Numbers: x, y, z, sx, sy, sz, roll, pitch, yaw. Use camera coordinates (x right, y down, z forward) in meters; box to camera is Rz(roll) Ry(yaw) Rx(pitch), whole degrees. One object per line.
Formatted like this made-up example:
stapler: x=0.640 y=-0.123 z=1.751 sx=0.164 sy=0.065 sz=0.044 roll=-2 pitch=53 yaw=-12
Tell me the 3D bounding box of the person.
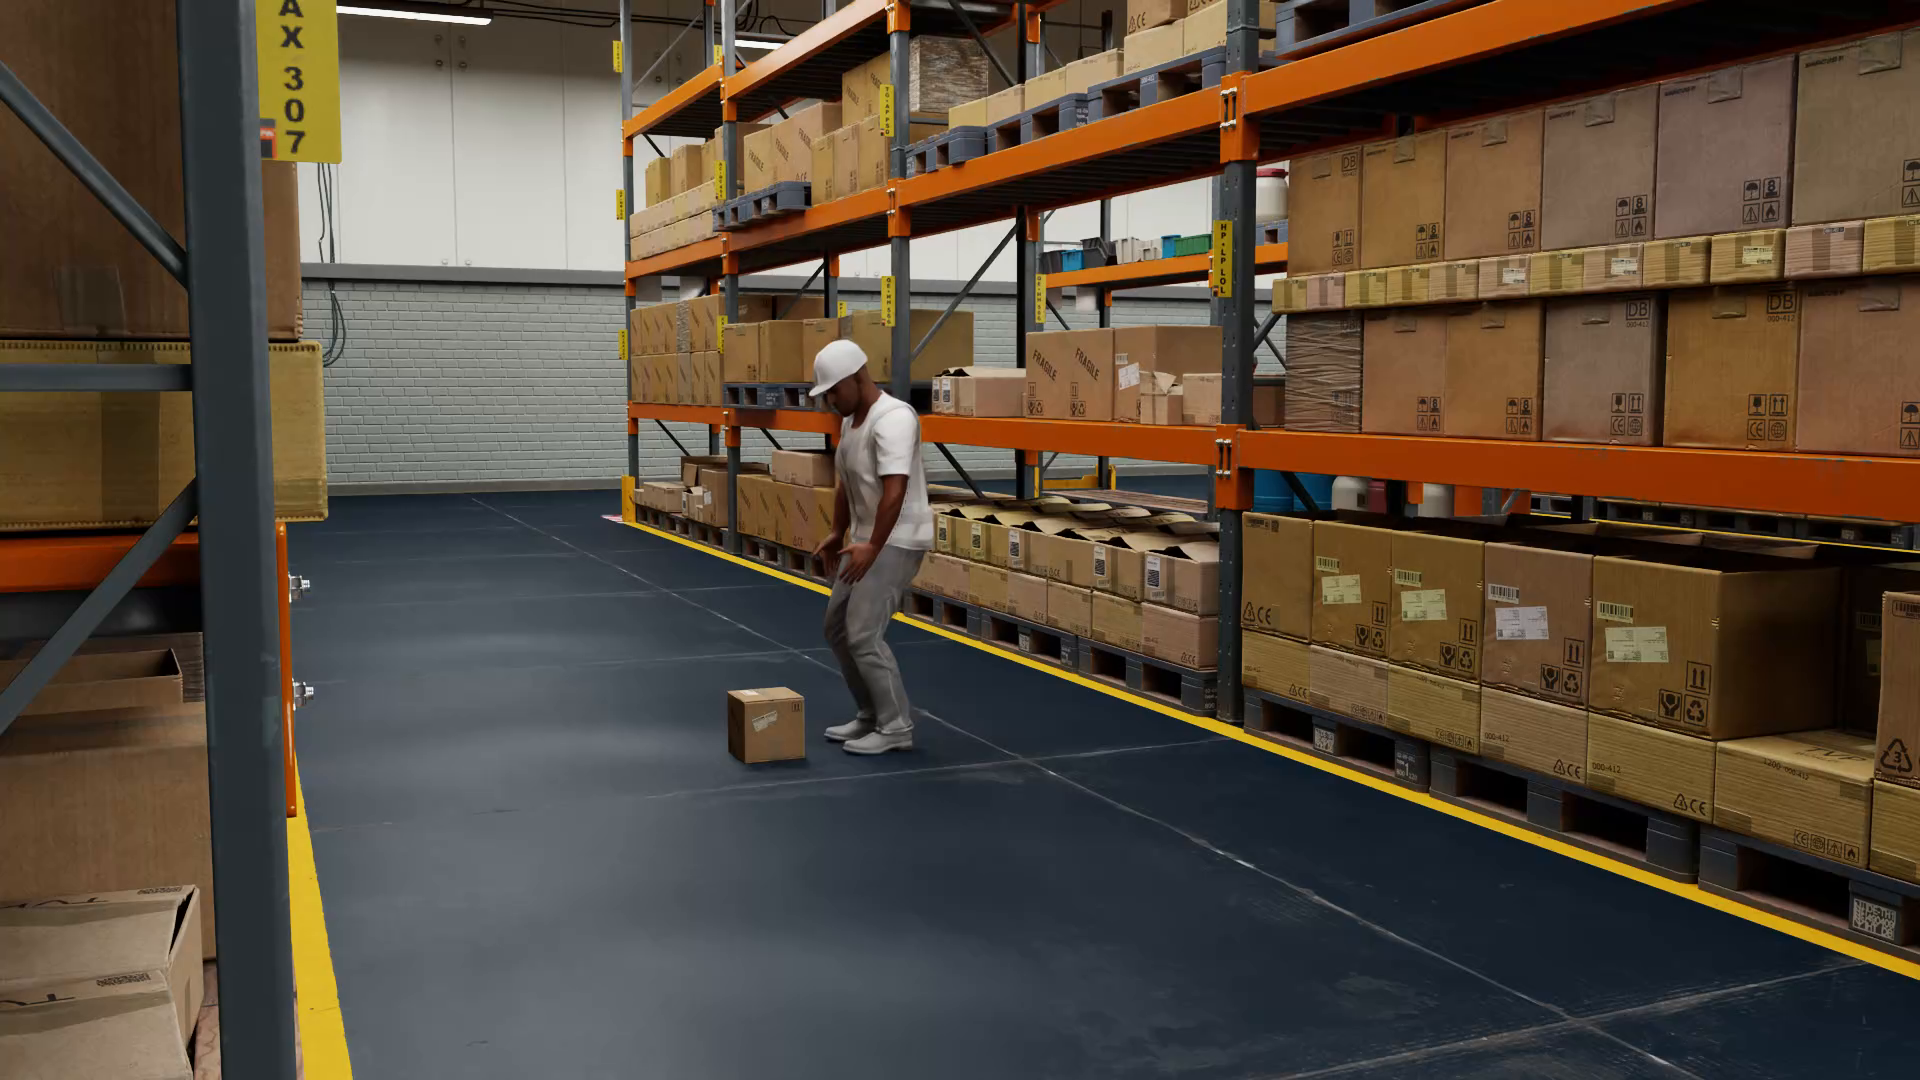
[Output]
person: x=-0.370 y=0.023 z=6.851 sx=0.511 sy=1.682 sz=0.602 roll=-2 pitch=6 yaw=-22
